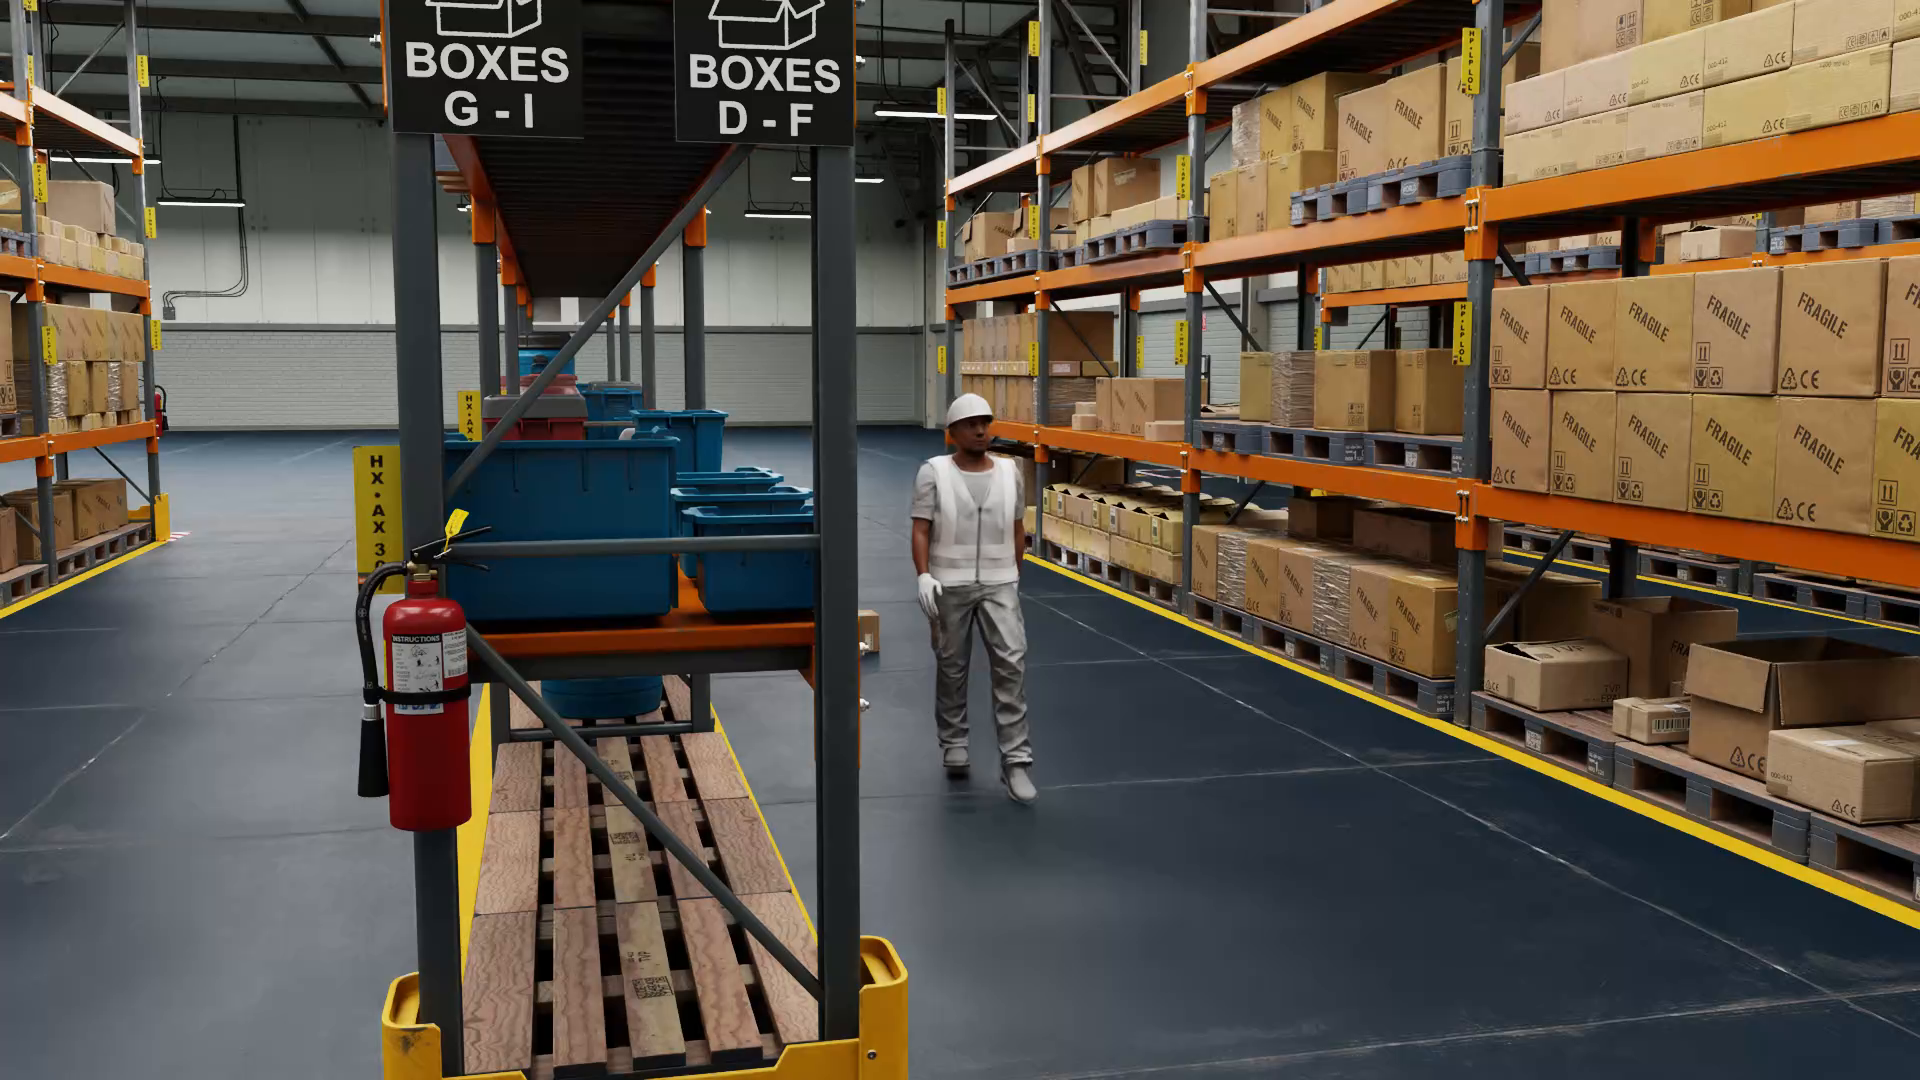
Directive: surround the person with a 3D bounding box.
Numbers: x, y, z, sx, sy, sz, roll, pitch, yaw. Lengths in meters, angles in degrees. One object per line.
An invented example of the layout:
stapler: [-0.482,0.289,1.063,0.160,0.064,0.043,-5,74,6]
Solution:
person: [0.066,0.233,7.539,0.560,1.785,0.821,-1,6,-10]
